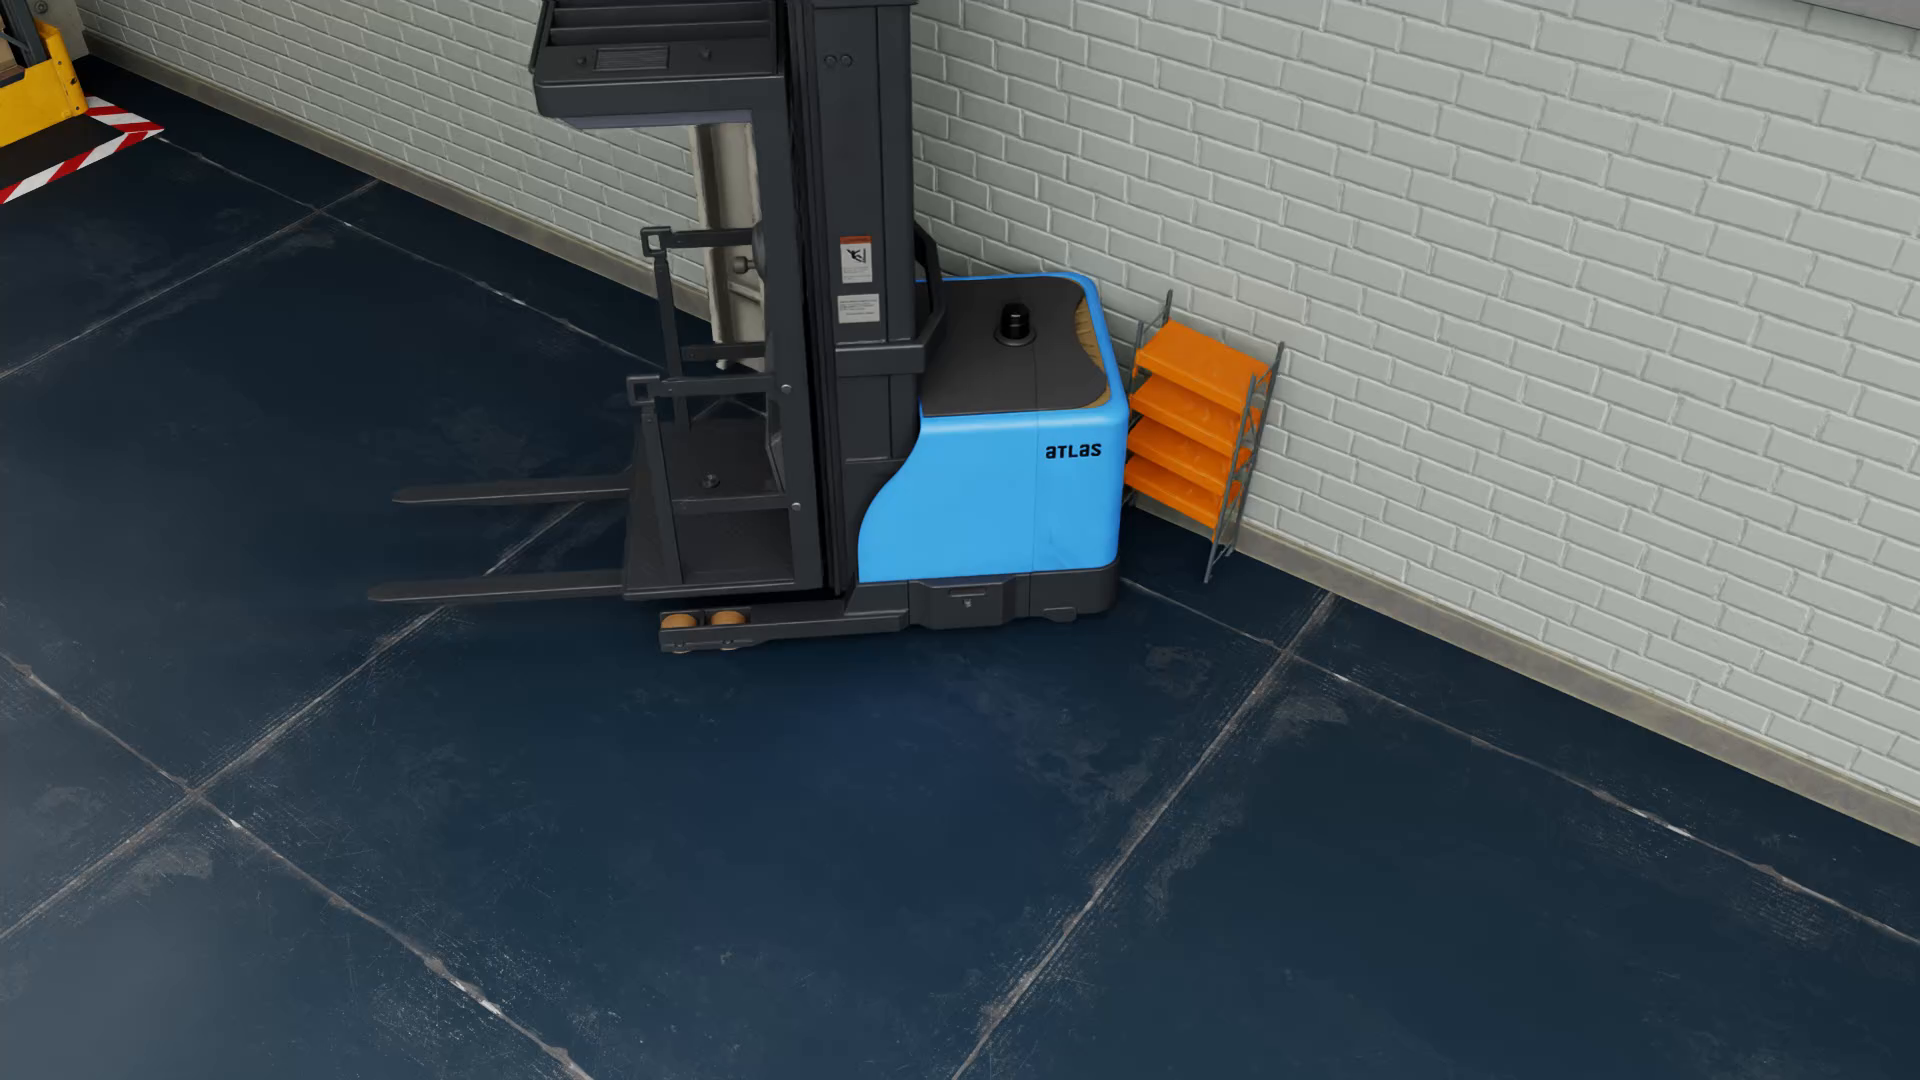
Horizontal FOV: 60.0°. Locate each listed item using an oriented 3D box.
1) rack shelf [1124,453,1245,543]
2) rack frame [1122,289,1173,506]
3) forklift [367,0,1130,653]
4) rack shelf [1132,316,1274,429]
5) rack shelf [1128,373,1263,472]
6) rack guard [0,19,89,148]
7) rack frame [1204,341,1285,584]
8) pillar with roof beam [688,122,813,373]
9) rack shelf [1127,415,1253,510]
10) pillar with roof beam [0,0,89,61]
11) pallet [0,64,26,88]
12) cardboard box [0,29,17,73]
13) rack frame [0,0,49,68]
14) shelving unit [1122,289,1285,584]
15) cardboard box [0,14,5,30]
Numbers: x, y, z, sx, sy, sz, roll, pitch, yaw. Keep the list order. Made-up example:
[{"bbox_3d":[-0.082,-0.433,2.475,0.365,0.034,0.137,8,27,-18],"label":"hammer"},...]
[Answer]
[{"bbox_3d":[0.920,-0.219,6.943,0.480,0.148,0.258,29,54,21],"label":"rack shelf"},{"bbox_3d":[0.730,-0.504,6.829,0.015,1.200,0.240,29,54,21],"label":"rack frame"},{"bbox_3d":[-0.897,-1.003,6.173,3.031,2.935,1.130,-3,42,-4],"label":"forklift"},{"bbox_3d":[0.944,-0.652,6.447,0.480,0.148,0.258,29,54,21],"label":"rack shelf"},{"bbox_3d":[0.936,-0.497,6.625,0.480,0.148,0.258,29,54,21],"label":"rack shelf"},{"bbox_3d":[-5.797,-2.582,9.761,0.348,0.500,1.175,25,48,25],"label":"rack guard"},{"bbox_3d":[1.129,-0.283,6.656,0.015,1.200,0.240,29,54,21],"label":"rack frame"},{"bbox_3d":[-3.429,-1.870,2.591,0.400,9.000,9.100,25,48,25],"label":"pillar with roof beam"},{"bbox_3d":[0.927,-0.350,6.793,0.480,0.148,0.258,29,54,21],"label":"rack shelf"},{"bbox_3d":[-8.342,-4.167,5.158,0.400,9.000,9.100,25,48,25],"label":"pillar with roof beam"},{"bbox_3d":[-6.467,-2.754,10.169,1.213,0.211,1.003,25,48,25],"label":"pallet"},{"bbox_3d":[-6.107,-2.950,10.044,0.500,0.250,0.500,25,48,25],"label":"cardboard box"},{"bbox_3d":[-5.817,-3.523,8.938,0.127,3.000,1.000,25,48,25],"label":"rack frame"},{"bbox_3d":[0.930,-0.394,6.742,0.503,1.200,0.258,29,54,21],"label":"shelving unit"},{"bbox_3d":[-6.083,-3.134,9.876,0.500,0.250,0.500,26,48,26],"label":"cardboard box"}]
